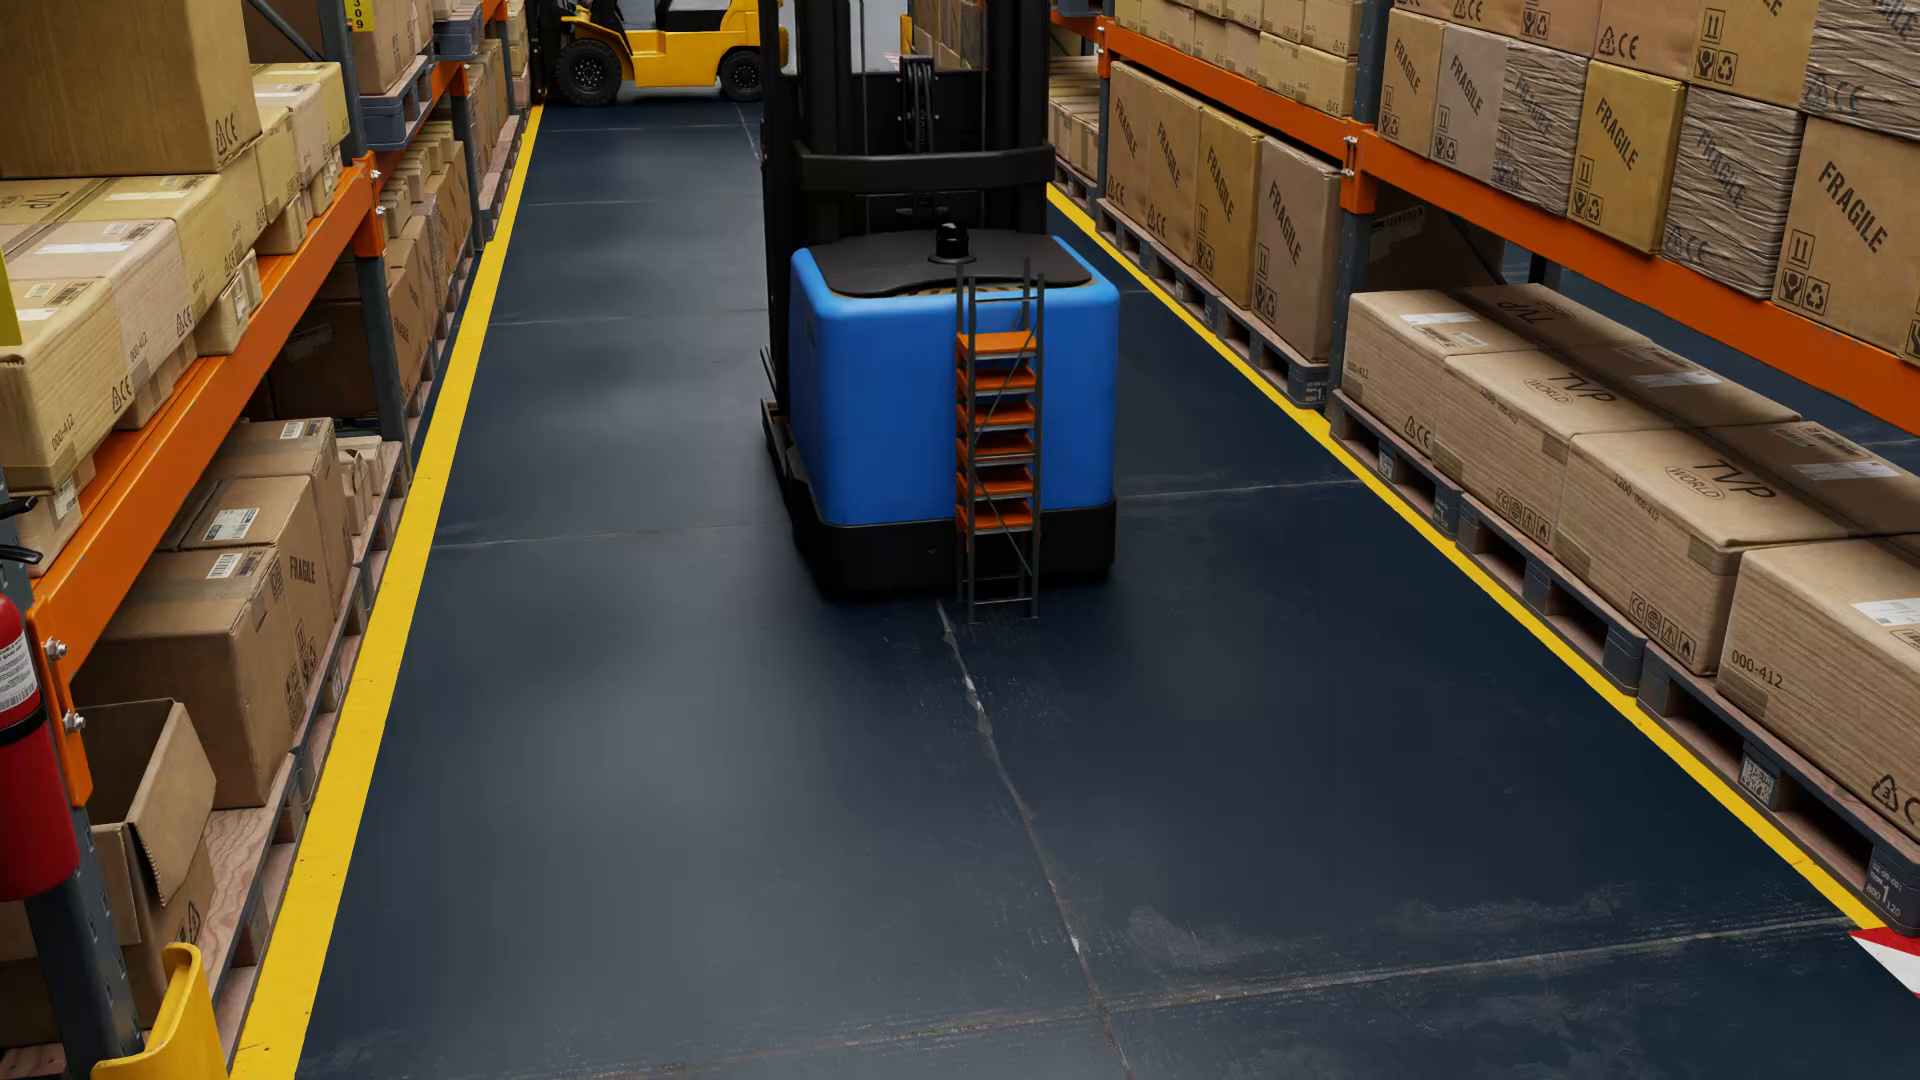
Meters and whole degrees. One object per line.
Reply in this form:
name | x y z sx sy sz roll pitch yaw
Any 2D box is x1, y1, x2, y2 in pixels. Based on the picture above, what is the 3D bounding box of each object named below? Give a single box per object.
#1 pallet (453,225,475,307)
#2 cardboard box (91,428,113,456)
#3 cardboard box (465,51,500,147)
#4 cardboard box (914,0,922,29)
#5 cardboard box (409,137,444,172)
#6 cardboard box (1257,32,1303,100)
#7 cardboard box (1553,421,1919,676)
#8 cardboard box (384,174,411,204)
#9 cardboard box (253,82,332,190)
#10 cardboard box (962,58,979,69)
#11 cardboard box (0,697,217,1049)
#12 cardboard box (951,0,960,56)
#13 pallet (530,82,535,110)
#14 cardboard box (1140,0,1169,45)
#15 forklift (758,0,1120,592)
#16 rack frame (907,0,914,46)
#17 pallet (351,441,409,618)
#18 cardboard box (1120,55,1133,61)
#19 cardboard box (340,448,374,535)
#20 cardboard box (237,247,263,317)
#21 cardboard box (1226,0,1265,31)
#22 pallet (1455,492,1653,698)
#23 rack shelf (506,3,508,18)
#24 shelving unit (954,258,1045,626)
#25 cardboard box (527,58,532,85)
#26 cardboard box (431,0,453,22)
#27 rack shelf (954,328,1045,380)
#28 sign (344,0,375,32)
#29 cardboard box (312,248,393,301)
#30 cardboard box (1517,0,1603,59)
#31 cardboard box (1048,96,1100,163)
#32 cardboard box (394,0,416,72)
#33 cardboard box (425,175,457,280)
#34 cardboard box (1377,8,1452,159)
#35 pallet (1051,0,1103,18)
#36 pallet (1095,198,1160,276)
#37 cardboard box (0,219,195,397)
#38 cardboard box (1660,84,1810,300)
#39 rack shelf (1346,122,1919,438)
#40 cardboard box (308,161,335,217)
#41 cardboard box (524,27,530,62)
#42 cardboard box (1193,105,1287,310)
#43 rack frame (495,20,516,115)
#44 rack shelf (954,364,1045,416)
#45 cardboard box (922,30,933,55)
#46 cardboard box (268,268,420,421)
pallet | -3.368 -1.574 9.590 1.003 0.211 1.213 -4 24 -10
cardboard box | -1.956 -0.233 3.351 0.380 0.149 0.250 -5 24 -10
cardboard box | -3.965 -3.316 12.536 0.875 0.625 0.625 -5 24 -10
cardboard box | -0.188 -5.593 17.282 0.500 0.500 0.500 -5 24 -12
cardboard box | -3.042 -2.105 9.110 0.380 0.149 0.250 -5 24 -12
cardboard box | 1.725 -2.233 7.803 0.500 0.250 0.500 -5 24 -10
cardboard box | 2.490 0.000 5.179 0.875 0.438 0.875 -4 24 -8
cardboard box | -2.916 -1.693 8.166 0.380 0.149 0.250 -4 24 -10
cardboard box | -2.288 -1.264 5.213 0.500 0.250 0.500 -4 24 -10
cardboard box | 0.296 -4.235 15.111 0.500 0.250 0.500 -3 24 -7
cardboard box | -2.009 0.702 3.488 0.797 0.503 0.637 -5 24 -12
cardboard box | 0.200 -4.779 15.419 0.500 0.500 0.500 -4 24 -9
pallet | -4.543 -4.241 15.696 1.003 0.211 1.213 -4 24 -10
cardboard box | 1.364 -3.037 9.642 0.500 0.250 0.500 -5 24 -11
forklift | -0.253 -1.729 6.546 1.130 2.935 3.031 -5 24 -11
rack frame | -0.071 -6.664 17.760 1.000 3.000 0.127 -4 24 -10
pallet | -2.603 -0.027 6.048 1.003 0.211 1.213 -4 24 -10
cardboard box | 1.808 -4.468 15.853 0.500 0.500 0.500 13 27 27
cardboard box | -2.271 -0.177 5.798 0.396 0.266 0.258 -3 24 -8
cardboard box | -2.039 -0.649 4.301 0.380 0.149 0.250 -4 24 -9
cardboard box | 1.626 -2.659 8.153 0.500 0.250 0.500 -4 24 -8
pallet | 2.441 0.120 5.712 1.003 0.211 1.213 -4 24 -10
rack shelf | -4.578 -5.179 15.258 1.077 0.370 4.000 -4 24 -10
shelving unit | 0.126 -0.308 5.455 0.258 1.200 0.189 -5 24 -11
cardboard box | -4.192 -4.268 15.186 0.500 0.250 0.500 -4 24 -9
cardboard box | -2.956 -2.881 8.761 0.500 0.250 0.500 -5 24 -12
rack shelf | 0.126 -0.597 5.329 0.258 0.103 0.180 -5 24 -11
sign | -2.197 -2.015 6.034 0.100 0.325 0.005 -4 24 -10
cardboard box | -2.534 -1.080 6.763 0.380 0.149 0.250 -3 24 -7
cardboard box | 2.169 -1.841 5.343 0.500 0.500 0.500 -4 24 -9
cardboard box | 1.170 -3.018 12.171 0.950 0.372 0.625 -5 24 -11
cardboard box | -2.694 -2.224 6.944 0.700 0.500 0.500 -4 24 -9
cardboard box | -2.998 -1.642 8.859 0.500 0.500 0.500 -3 24 -7
cardboard box | 1.978 -1.786 6.466 0.500 0.500 0.500 -4 24 -8
pallet | 1.172 -3.702 11.217 1.213 0.211 1.003 -4 24 -10
pallet | 1.480 -1.924 10.391 1.003 0.211 1.213 -4 24 -10
cardboard box | -1.902 -0.466 3.385 0.500 0.250 0.500 -4 24 -9
cardboard box | 2.356 -0.986 4.636 0.500 0.500 0.500 -4 24 -8
rack shelf | 2.518 -0.827 5.296 1.077 0.370 4.000 -4 24 -10
cardboard box | -2.281 -1.152 5.453 0.380 0.149 0.250 -4 24 -8
cardboard box | -4.171 -4.493 15.075 0.500 0.250 0.500 -5 24 -10
cardboard box | 1.780 -1.755 8.651 0.875 0.875 0.875 -4 24 -8
rack frame | -4.208 -4.722 13.313 1.000 3.000 0.127 -4 24 -10
rack shelf | 0.126 -0.487 5.377 0.258 0.103 0.180 -5 24 -11
cardboard box | -0.106 -5.057 16.992 0.500 0.250 0.500 -3 24 -8
cardboard box | -2.597 -0.829 6.998 0.500 0.500 0.500 -3 24 -7
